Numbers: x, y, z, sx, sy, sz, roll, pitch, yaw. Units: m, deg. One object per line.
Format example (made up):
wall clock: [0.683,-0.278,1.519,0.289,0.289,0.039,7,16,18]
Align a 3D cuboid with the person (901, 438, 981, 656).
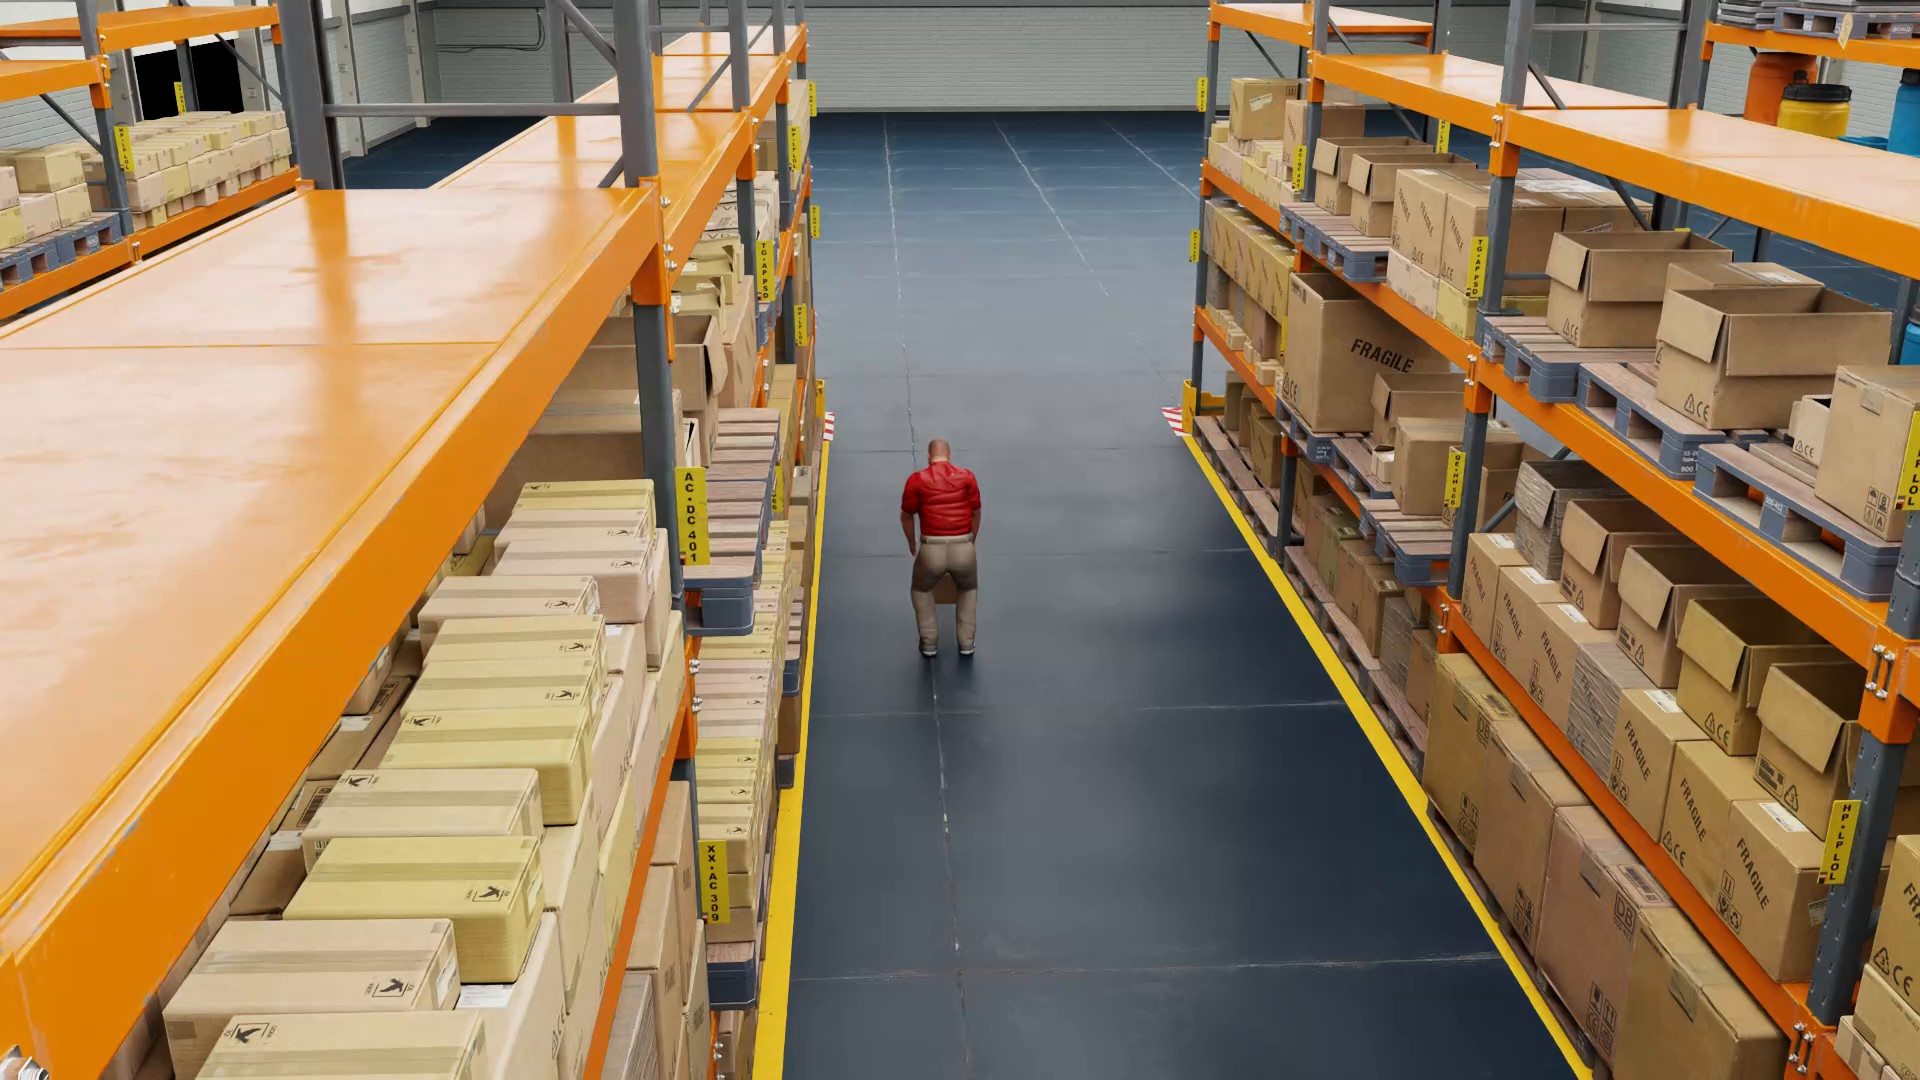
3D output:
person: [-0.136,0.070,12.017,0.581,1.566,0.574,-1,20,-2]
